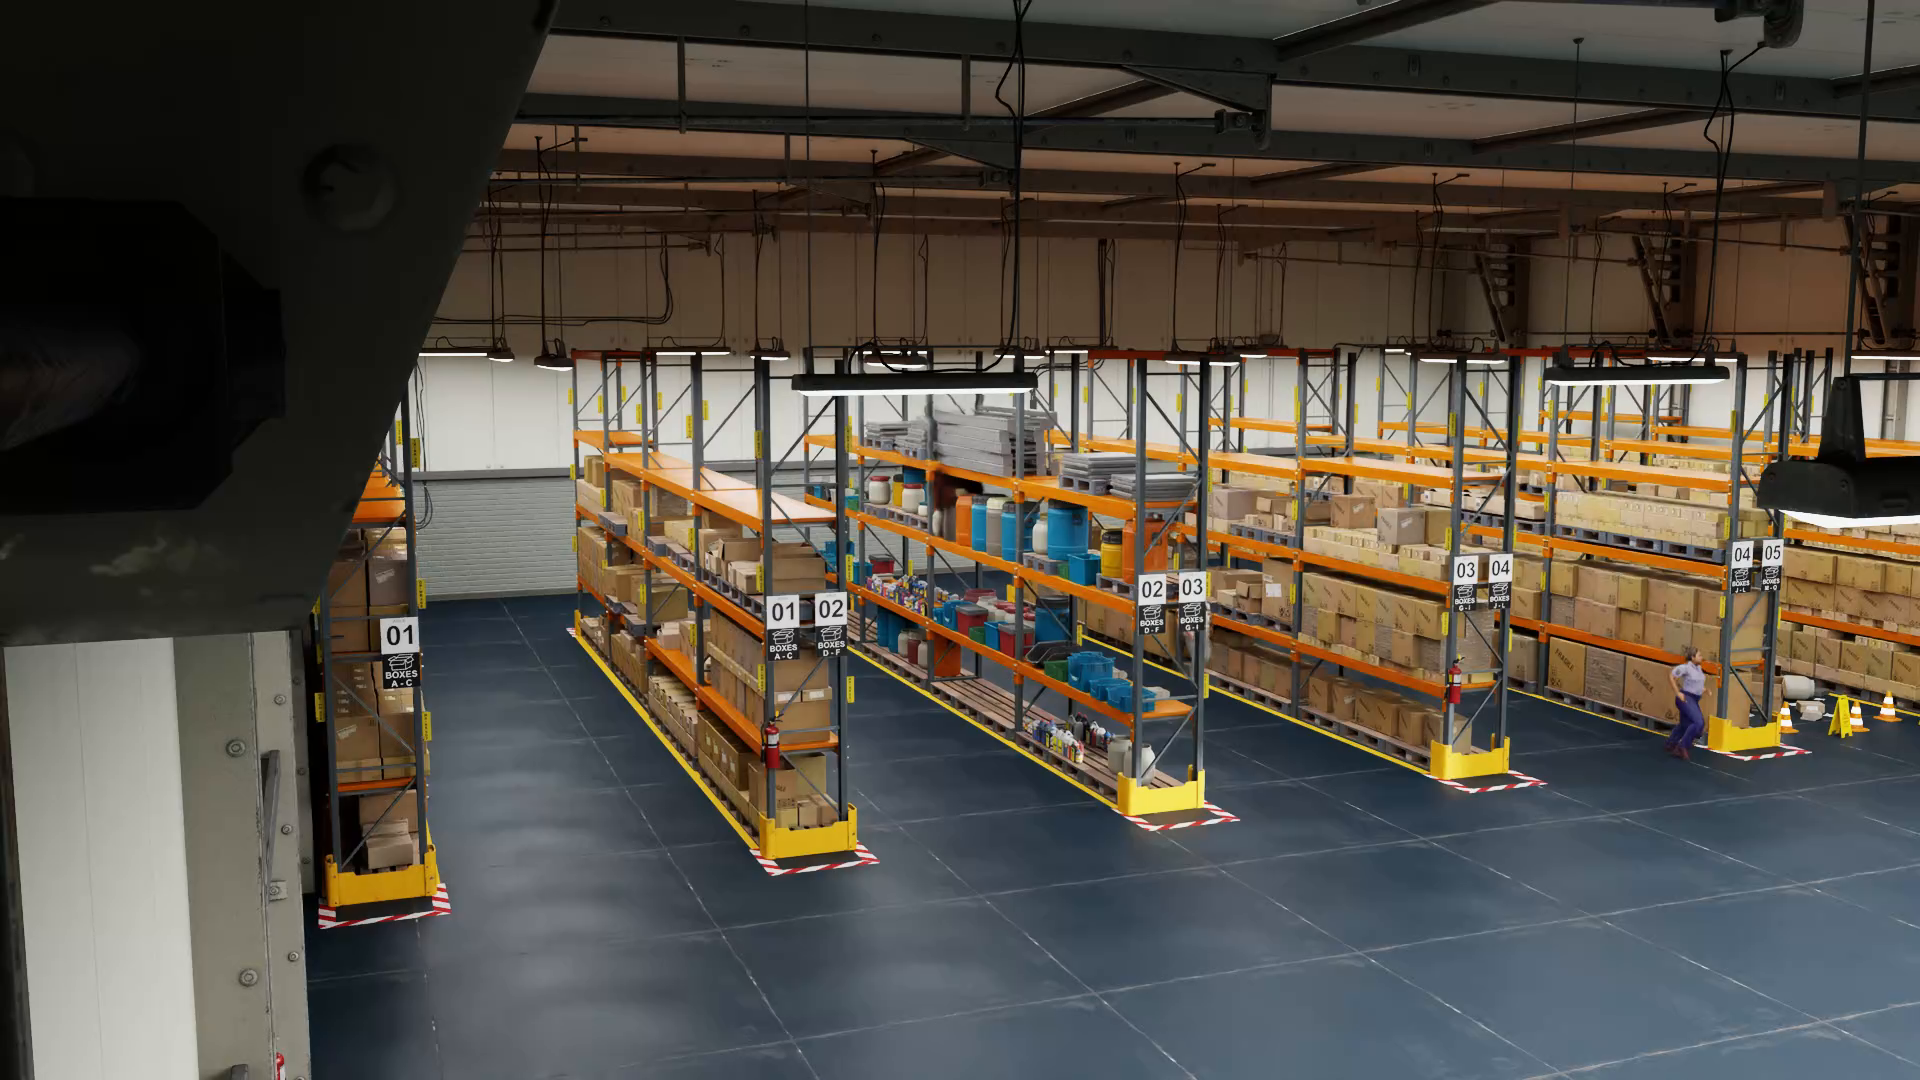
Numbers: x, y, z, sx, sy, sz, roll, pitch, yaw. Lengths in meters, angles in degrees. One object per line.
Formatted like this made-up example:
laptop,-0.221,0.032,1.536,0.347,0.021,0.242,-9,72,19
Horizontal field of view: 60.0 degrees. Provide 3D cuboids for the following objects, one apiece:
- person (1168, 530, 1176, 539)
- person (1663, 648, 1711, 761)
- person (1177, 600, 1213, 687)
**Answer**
person,4.932,0.432,40.836,0.881,1.656,0.560,4,8,30
person,10.920,2.457,24.914,0.624,1.637,0.636,6,10,42
person,4.070,1.635,28.557,0.661,1.771,0.472,-3,8,-19
